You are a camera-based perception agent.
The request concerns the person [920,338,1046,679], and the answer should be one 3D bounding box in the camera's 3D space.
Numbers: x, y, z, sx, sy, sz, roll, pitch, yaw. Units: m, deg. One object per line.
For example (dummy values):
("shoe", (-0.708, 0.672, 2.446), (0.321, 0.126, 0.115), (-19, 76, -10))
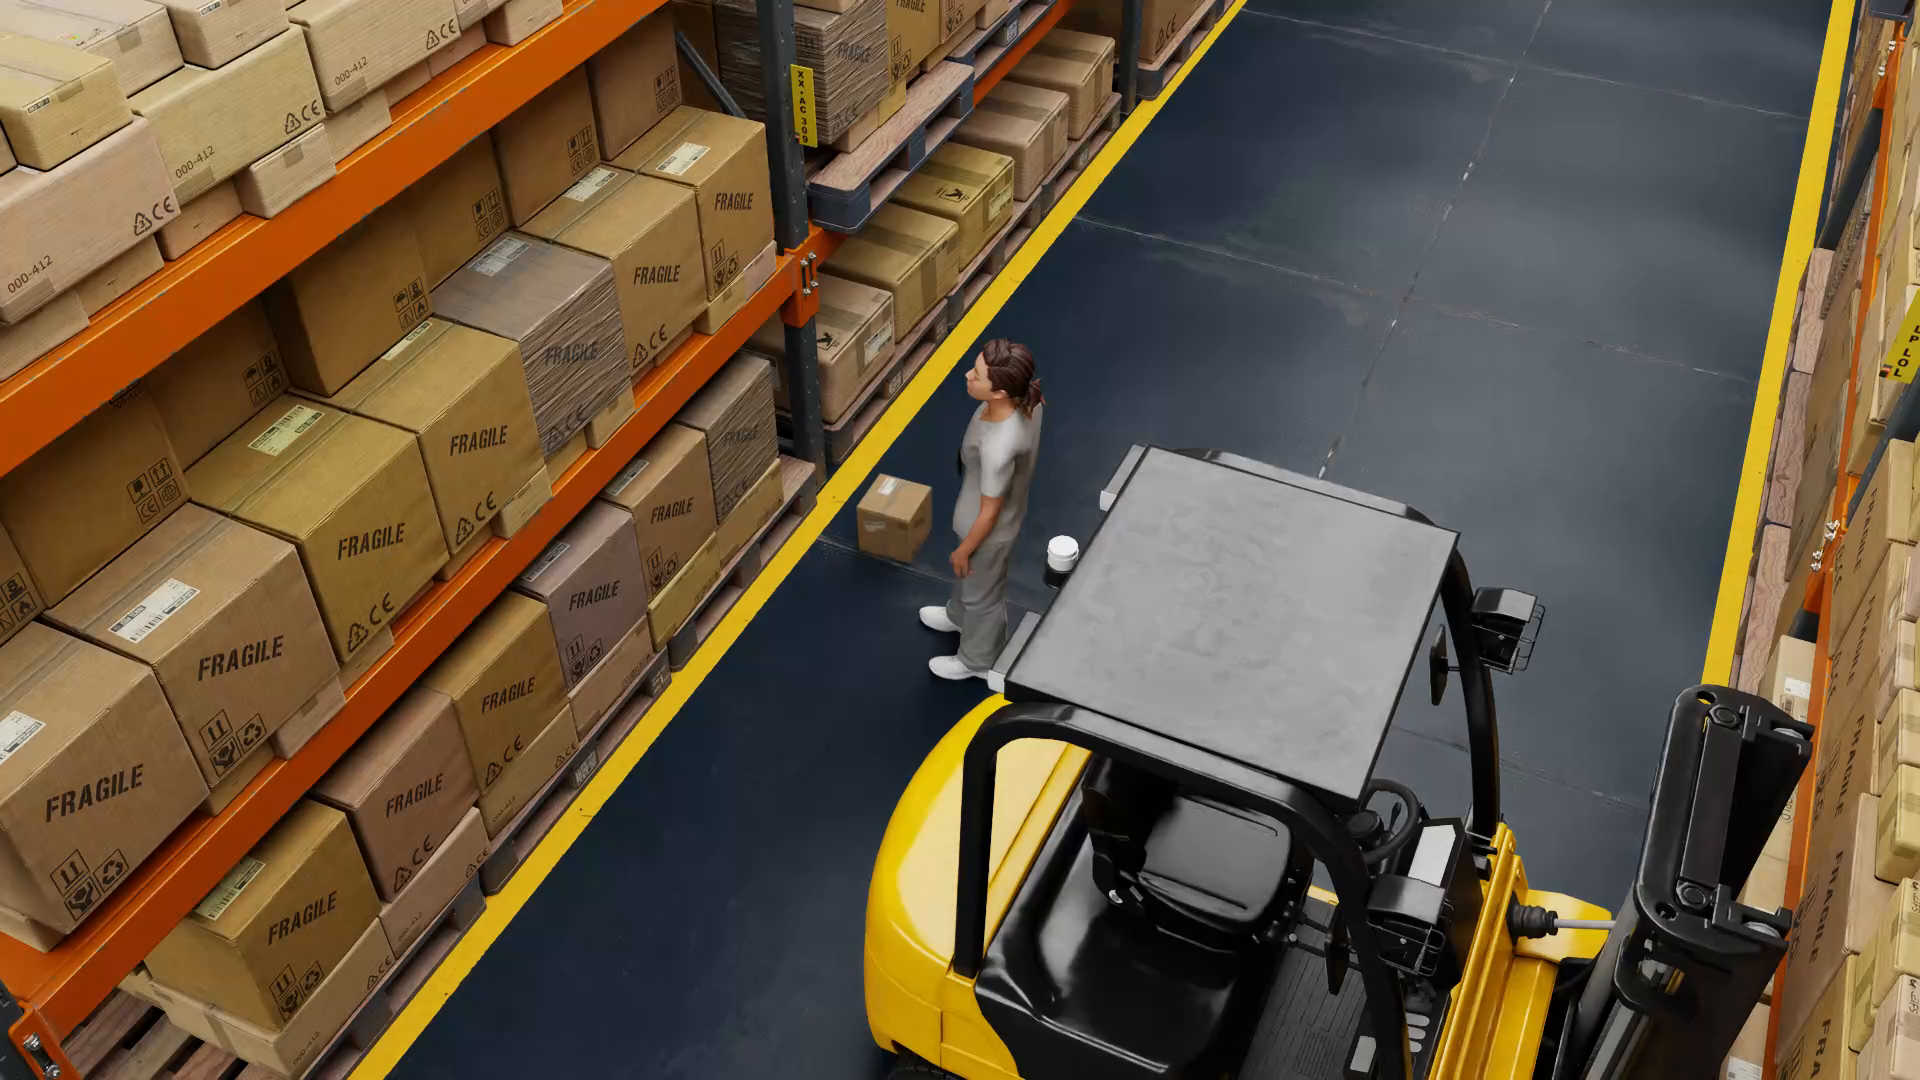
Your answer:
("person", (0.043, -0.097, 6.255), (0.548, 1.673, 0.550), (9, 43, 10))
